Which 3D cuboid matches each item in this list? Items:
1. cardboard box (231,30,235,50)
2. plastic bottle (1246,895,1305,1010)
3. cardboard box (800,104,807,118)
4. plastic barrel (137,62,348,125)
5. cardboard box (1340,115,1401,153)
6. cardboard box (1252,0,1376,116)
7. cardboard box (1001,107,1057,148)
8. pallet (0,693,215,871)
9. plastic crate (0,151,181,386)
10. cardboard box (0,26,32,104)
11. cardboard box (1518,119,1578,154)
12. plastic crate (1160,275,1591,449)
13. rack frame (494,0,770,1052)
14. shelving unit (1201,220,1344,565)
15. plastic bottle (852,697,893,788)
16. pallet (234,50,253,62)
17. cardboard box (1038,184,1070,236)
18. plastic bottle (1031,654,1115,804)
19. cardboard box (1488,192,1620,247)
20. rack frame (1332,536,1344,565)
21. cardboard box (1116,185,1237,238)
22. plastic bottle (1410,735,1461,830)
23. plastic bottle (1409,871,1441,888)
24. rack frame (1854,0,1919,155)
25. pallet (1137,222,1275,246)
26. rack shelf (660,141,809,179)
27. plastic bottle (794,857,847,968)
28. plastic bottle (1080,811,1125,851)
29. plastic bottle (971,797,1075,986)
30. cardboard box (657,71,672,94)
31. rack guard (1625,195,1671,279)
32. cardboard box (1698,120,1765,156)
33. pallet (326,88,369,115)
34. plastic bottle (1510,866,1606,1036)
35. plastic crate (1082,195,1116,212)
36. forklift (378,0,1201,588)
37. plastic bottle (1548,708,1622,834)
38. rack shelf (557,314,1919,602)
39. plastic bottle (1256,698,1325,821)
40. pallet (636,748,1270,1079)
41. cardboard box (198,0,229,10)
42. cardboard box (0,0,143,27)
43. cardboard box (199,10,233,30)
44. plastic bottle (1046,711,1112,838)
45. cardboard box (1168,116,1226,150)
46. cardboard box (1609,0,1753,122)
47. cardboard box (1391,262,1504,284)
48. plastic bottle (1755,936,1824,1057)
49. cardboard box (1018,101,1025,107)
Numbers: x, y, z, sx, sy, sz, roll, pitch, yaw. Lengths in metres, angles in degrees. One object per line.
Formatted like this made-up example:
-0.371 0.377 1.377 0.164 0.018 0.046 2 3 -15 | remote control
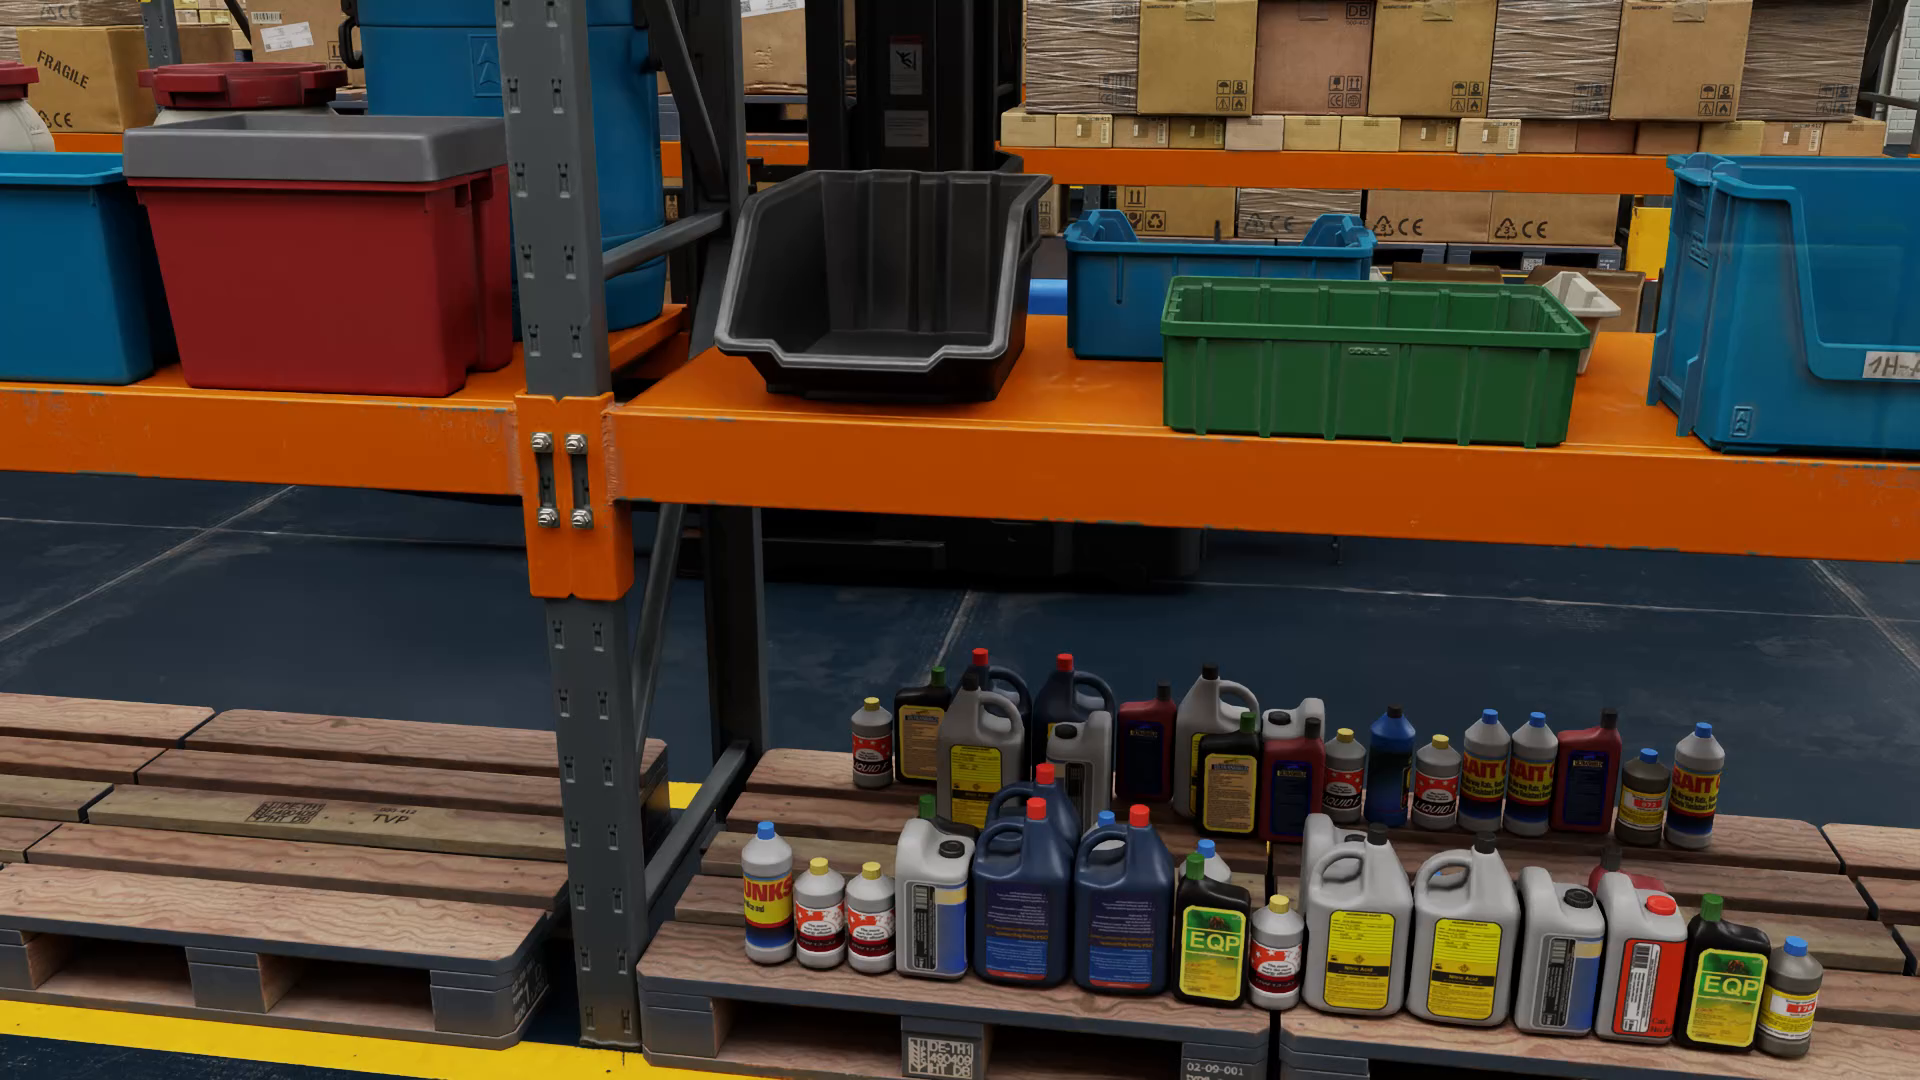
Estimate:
-5.755 -3.952 13.120 0.250 0.149 0.380 3 19 9 | cardboard box
0.581 0.749 3.054 0.097 0.201 0.097 0 18 0 | plastic bottle
-1.872 -5.952 22.642 0.500 0.500 0.500 3 19 10 | cardboard box
-1.522 -0.753 3.611 0.433 0.535 0.433 0 18 0 | plastic barrel
1.821 -1.827 7.433 0.250 0.149 0.380 3 19 9 | cardboard box
1.605 -2.240 7.643 0.500 0.500 0.875 3 19 9 | cardboard box
0.338 -1.899 7.646 0.250 0.149 0.380 3 19 9 | cardboard box
-2.602 0.663 3.989 1.213 0.211 1.003 3 19 9 | pallet
-1.751 -0.522 3.160 0.575 0.384 0.392 3 19 9 | plastic crate
-4.794 -2.346 8.429 0.500 0.500 0.500 3 19 8 | cardboard box
2.571 -1.810 7.381 0.250 0.149 0.380 3 19 9 | cardboard box
0.683 -0.314 2.848 0.662 0.188 0.450 3 19 9 | plastic crate
-0.613 -0.571 3.283 0.127 3.000 1.000 3 19 9 | rack frame
1.148 -0.527 5.983 0.503 1.200 0.258 2 19 7 | shelving unit
-0.205 0.468 3.894 0.097 0.201 0.097 0 18 0 | plastic bottle
-6.108 -3.899 13.532 1.213 0.211 1.003 3 19 9 | pallet
0.432 -2.807 12.849 0.750 0.750 1.050 3 19 8 | cardboard box
0.258 0.428 3.778 0.185 0.351 0.144 2 19 6 | plastic bottle
4.329 -2.675 12.258 0.875 0.875 0.875 3 19 9 | cardboard box
1.390 -0.518 5.954 0.015 1.200 0.240 2 19 7 | rack frame
1.669 -2.810 12.660 0.875 0.875 0.875 3 19 9 | cardboard box
1.061 0.532 3.702 0.097 0.201 0.097 0 18 0 | plastic bottle
0.884 0.718 3.147 0.097 0.201 0.097 0 18 0 | plastic bottle
4.122 -1.922 7.319 0.127 3.000 1.000 3 19 9 | rack frame
1.798 -2.287 12.804 1.213 0.211 1.003 3 19 9 | pallet
-1.802 -1.882 8.336 4.000 0.370 1.077 3 19 9 | rack shelf
-0.267 0.706 3.184 0.097 0.201 0.097 0 18 0 | plastic bottle
0.281 0.654 3.227 0.097 0.271 0.097 0 18 0 | plastic bottle
0.119 0.647 3.124 0.185 0.351 0.144 3 19 10 | plastic bottle
-1.553 -2.429 8.012 0.637 0.503 0.797 5 19 14 | cardboard box
5.033 -2.284 12.341 0.348 0.500 1.175 3 19 9 | rack guard
3.306 -1.761 7.236 0.250 0.149 0.380 3 19 9 | cardboard box
-3.056 -2.231 8.545 1.003 0.211 1.213 3 19 9 | pallet
1.072 0.730 2.994 0.135 0.276 0.152 2 19 7 | plastic bottle
1.439 -2.767 14.187 0.662 0.188 0.450 14 33 37 | plastic crate
-0.620 -1.415 5.913 3.031 2.935 1.130 2 19 7 | forklift
1.375 0.504 3.658 0.133 0.283 0.061 3 19 10 | plastic bottle
1.362 -0.129 3.096 4.000 0.370 1.077 3 19 9 | rack shelf
0.737 0.489 3.713 0.135 0.276 0.152 3 19 10 | plastic bottle
0.044 0.798 3.585 1.213 0.211 1.003 3 19 9 | pallet
-5.748 -4.233 13.025 0.250 0.149 0.380 3 19 8 | cardboard box
-4.496 -2.889 8.472 0.637 0.503 0.797 4 19 11 | cardboard box
-5.755 -4.093 13.075 0.250 0.149 0.380 2 19 6 | cardboard box
0.260 0.511 3.647 0.135 0.276 0.152 3 19 9 | plastic bottle
1.082 -1.869 7.556 0.250 0.149 0.380 3 19 9 | cardboard box
3.071 -2.134 7.327 0.500 0.500 0.875 3 19 9 | cardboard box
2.298 -1.029 7.928 0.500 0.500 0.500 5 19 14 | cardboard box
1.454 0.793 2.921 0.097 0.201 0.097 0 18 0 | plastic bottle
0.432 -2.085 8.203 0.250 0.149 0.380 3 19 9 | cardboard box
